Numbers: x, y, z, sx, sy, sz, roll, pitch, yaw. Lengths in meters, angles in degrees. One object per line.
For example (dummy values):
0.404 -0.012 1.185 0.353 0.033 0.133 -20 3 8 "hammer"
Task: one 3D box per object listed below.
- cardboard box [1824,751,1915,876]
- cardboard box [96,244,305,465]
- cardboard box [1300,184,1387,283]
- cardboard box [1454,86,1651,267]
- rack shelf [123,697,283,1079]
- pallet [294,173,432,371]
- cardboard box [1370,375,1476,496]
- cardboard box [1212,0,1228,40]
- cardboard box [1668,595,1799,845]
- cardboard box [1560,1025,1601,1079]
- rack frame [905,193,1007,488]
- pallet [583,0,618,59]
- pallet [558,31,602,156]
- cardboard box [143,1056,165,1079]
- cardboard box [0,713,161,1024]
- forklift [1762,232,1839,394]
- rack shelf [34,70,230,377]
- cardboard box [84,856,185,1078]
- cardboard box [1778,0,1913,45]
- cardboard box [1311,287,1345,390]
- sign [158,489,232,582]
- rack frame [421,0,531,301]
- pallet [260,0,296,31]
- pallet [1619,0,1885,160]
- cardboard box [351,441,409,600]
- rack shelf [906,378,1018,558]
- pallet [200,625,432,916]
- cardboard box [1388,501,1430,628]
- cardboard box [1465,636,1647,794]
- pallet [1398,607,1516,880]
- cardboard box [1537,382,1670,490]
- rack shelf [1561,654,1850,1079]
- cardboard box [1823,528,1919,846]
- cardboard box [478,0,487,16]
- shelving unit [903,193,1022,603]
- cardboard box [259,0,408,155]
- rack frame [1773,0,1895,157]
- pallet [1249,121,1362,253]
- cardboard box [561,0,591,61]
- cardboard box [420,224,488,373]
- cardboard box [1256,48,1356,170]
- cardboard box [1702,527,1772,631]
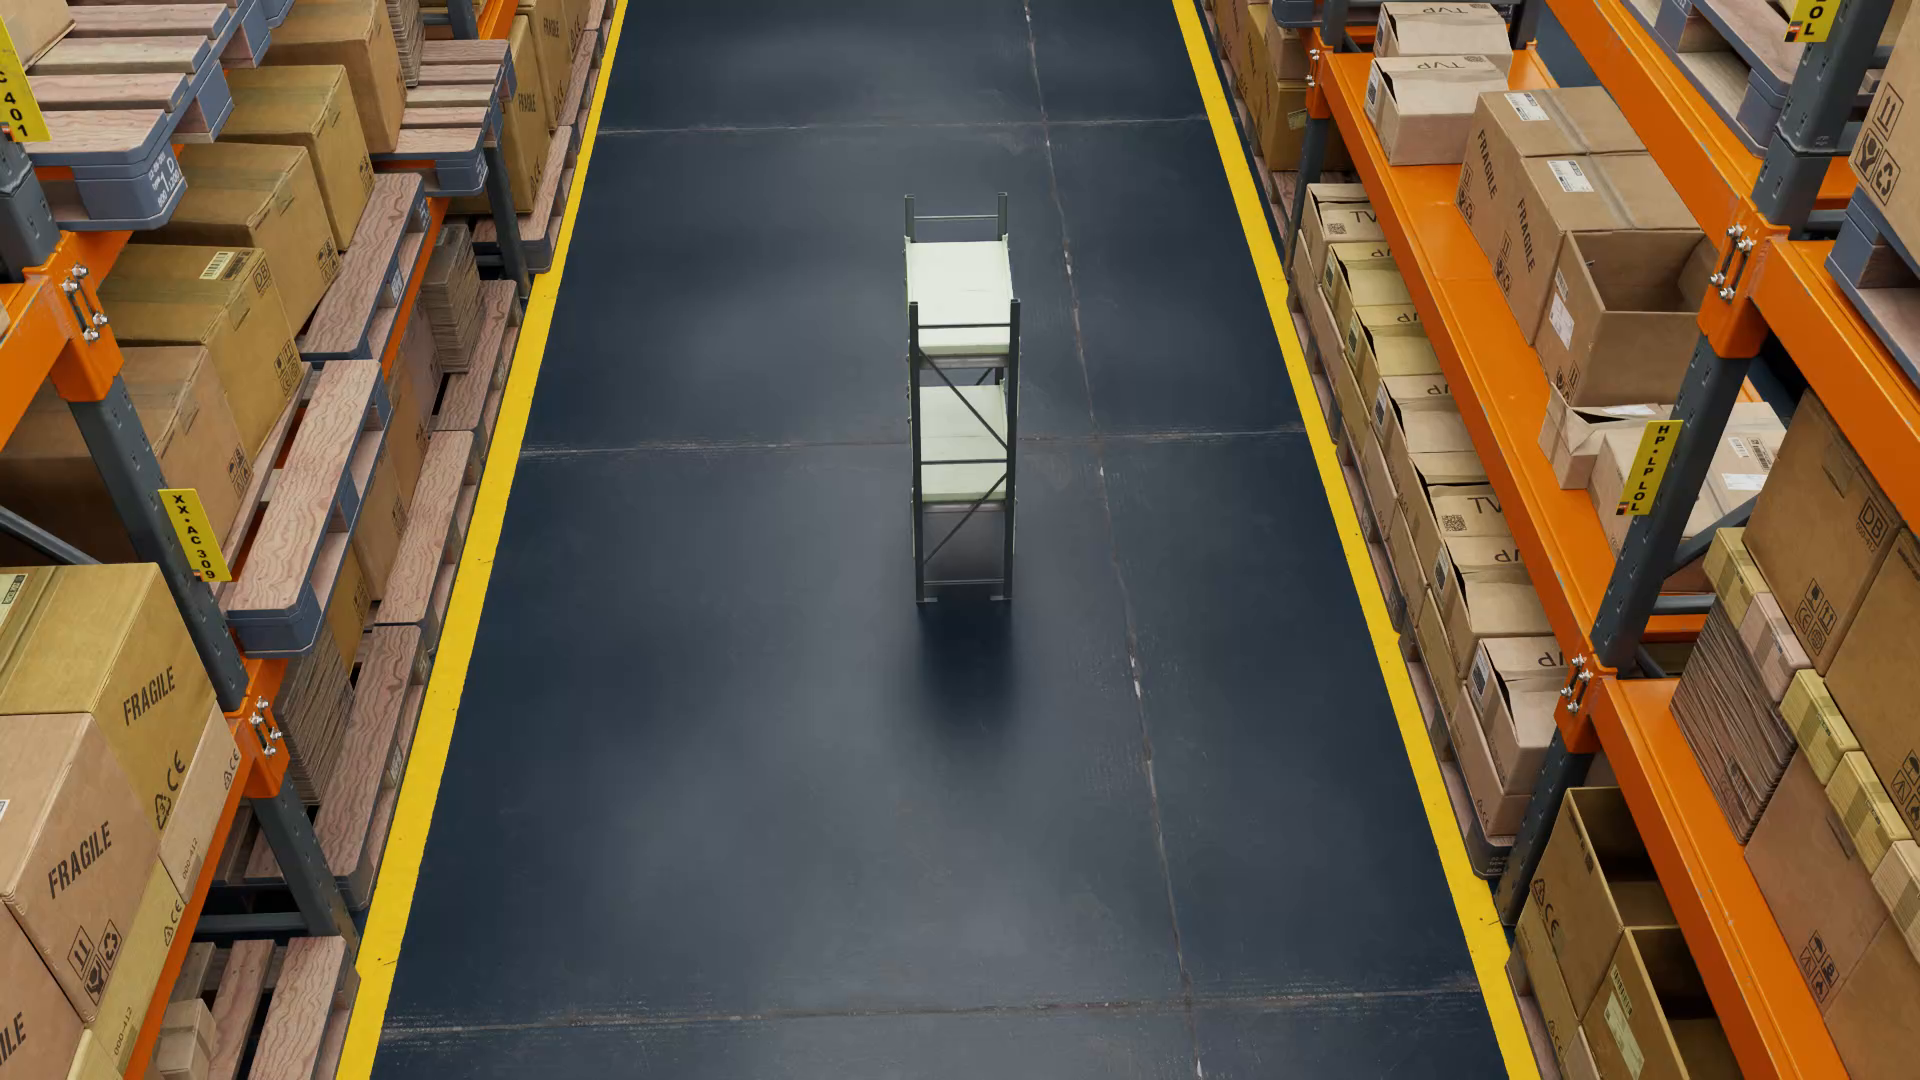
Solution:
2.237 0.617 3.803 0.380 0.149 0.250 -2 43 -2 "cardboard box"
-2.571 -0.591 5.275 0.700 0.500 0.500 2 43 3 "cardboard box"
1.942 -1.501 7.976 0.500 0.311 0.500 0 43 0 "cardboard box"
2.300 -1.419 6.505 0.500 0.500 0.500 -4 43 -4 "cardboard box"
-2.482 1.946 3.440 1.077 0.370 4.000 -2 43 -2 "rack shelf"
-2.611 -0.964 6.224 1.003 0.211 1.213 -2 43 -2 "pallet"
2.014 -0.455 6.835 0.500 0.311 0.500 -2 43 -2 "cardboard box"
1.867 -3.425 10.291 0.500 0.500 0.500 -1 43 -1 "cardboard box"
2.408 0.448 4.467 0.700 0.500 0.500 -3 43 -3 "cardboard box"
2.116 1.704 4.895 0.500 0.250 0.500 -2 43 -2 "cardboard box"
-0.015 -0.795 7.008 0.400 1.500 0.023 -2 43 -2 "rack frame"
-2.798 -3.524 10.938 1.003 0.211 1.213 -2 43 -2 "pallet"
-2.743 -2.698 10.037 1.003 0.211 1.213 -2 43 -2 "pallet"
-2.482 1.789 4.603 0.500 0.500 0.500 -5 43 -5 "cardboard box"
-2.210 0.749 3.754 0.500 0.500 0.500 -2 43 -2 "cardboard box"
4.546 -1.858 7.108 1.130 2.935 3.031 -2 43 -2 "forklift"
-2.651 -1.861 5.372 1.077 0.370 4.000 -2 43 -2 "rack shelf"
-2.231 1.026 4.007 0.500 0.250 0.500 -1 43 -2 "cardboard box"
2.366 -1.436 4.177 0.500 0.250 0.500 2 43 3 "cardboard box"
1.964 -0.955 7.796 0.500 0.250 0.500 -3 43 -3 "cardboard box"
-2.025 -0.010 4.400 0.100 0.325 0.005 -2 43 -2 "sign"
-2.736 -2.370 7.616 1.000 3.000 0.127 -2 43 -2 "rack frame"
-2.533 -1.826 4.941 1.213 0.211 1.003 -2 43 -2 "pallet"
2.332 -1.445 4.528 0.805 0.209 1.217 -3 43 -4 "pallet"
-2.668 -0.100 6.663 0.700 0.500 0.500 -1 43 -1 "cardboard box"
0.000 -0.308 6.959 0.431 0.370 0.720 -2 43 -2 "rack shelf"
-2.601 0.833 6.185 1.003 0.211 1.213 -2 43 -2 "pallet"
2.034 0.086 6.661 0.500 0.250 0.500 -1 43 -1 "cardboard box"
2.079 0.572 5.715 0.500 0.311 0.500 -2 43 -2 "cardboard box"
2.312 0.717 6.311 1.003 0.211 1.213 -2 43 -2 "pallet"
2.162 -0.353 5.515 0.396 0.266 0.258 -3 43 -3 "cardboard box"
2.468 1.801 3.598 1.077 0.370 4.000 -2 43 -2 "rack shelf"
2.430 0.311 3.657 0.700 0.500 0.500 -2 43 -2 "cardboard box"
-2.521 -2.684 8.130 0.380 0.149 0.250 -1 43 -1 "cardboard box"
0.000 -0.548 6.738 0.431 1.500 0.755 -2 43 -2 "shelving unit"
-2.656 -1.876 6.677 0.700 0.500 0.500 -5 43 -6 "cardboard box"
2.383 -2.026 2.801 1.000 3.000 0.127 -2 43 -2 "rack frame"
2.219 -1.992 9.267 1.003 0.211 1.213 -2 43 -2 "pallet"
-2.708 -3.398 10.017 0.750 0.750 0.750 0 43 0 "cardboard box"
-2.654 -1.126 7.783 0.700 0.500 0.500 -1 43 -1 "cardboard box"
1.938 -2.380 9.151 0.500 0.500 0.500 0 43 0 "cardboard box"
2.201 0.097 4.371 0.380 0.149 0.250 -2 43 -2 "cardboard box"
